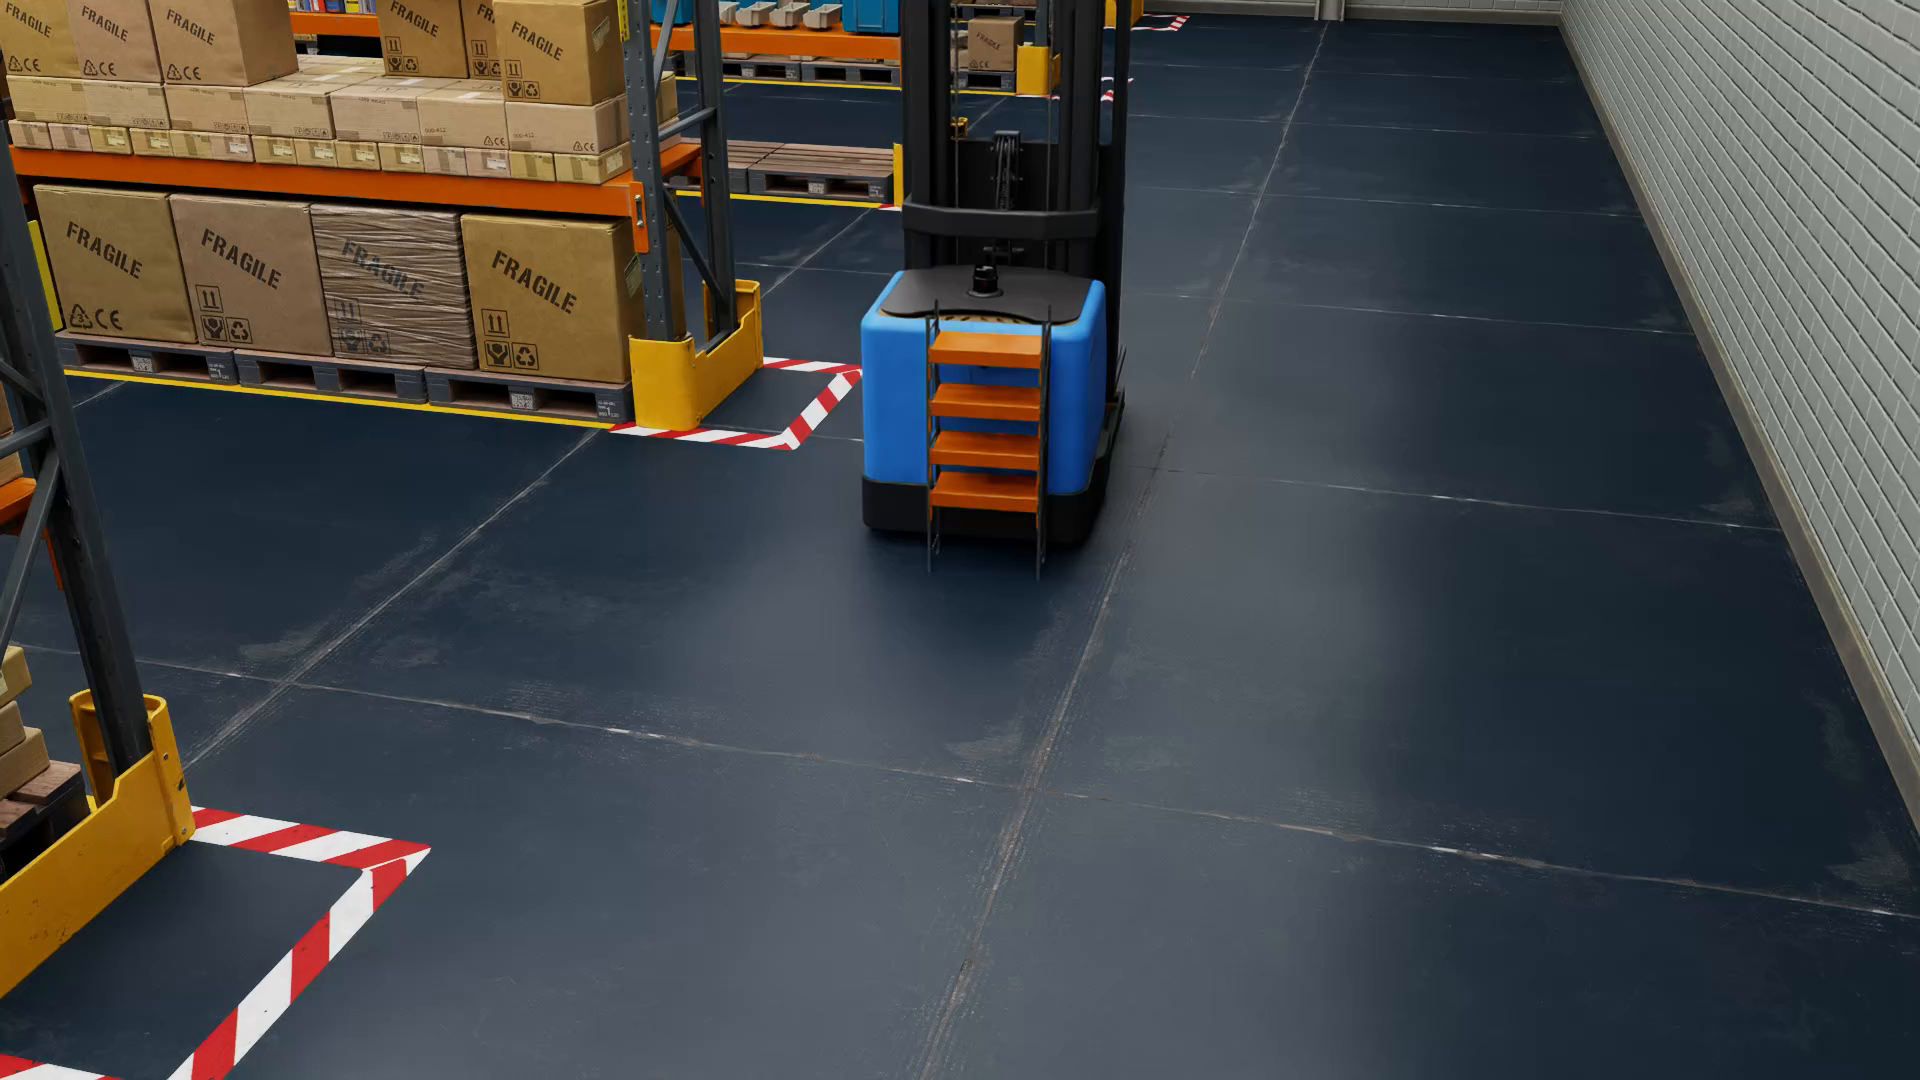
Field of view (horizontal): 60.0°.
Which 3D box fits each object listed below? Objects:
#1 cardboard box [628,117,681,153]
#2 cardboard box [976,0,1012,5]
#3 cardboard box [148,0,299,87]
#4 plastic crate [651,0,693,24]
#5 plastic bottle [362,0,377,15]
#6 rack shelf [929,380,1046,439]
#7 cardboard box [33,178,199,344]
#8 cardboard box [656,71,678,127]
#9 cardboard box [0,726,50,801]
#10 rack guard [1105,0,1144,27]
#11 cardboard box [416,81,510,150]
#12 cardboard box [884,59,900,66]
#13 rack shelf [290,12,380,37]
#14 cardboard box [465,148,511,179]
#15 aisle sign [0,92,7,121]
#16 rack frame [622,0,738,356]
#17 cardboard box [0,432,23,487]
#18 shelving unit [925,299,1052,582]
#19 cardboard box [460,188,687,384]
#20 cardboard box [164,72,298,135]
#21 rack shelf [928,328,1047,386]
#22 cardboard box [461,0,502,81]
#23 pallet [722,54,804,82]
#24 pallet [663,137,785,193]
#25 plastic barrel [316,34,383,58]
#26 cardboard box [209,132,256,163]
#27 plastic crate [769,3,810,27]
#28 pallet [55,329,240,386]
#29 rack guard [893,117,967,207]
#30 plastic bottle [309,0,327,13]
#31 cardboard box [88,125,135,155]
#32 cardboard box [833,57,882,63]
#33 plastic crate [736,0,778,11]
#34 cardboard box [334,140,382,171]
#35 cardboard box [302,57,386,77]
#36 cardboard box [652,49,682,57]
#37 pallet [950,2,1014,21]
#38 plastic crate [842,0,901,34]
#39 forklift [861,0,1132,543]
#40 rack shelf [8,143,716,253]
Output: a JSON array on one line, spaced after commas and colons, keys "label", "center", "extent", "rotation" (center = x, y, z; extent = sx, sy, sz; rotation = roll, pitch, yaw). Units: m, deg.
[{"label": "cardboard box", "center": [-1.756, -2.261, 9.301], "extent": [0.250, 0.149, 0.380], "rotation": [7, 26, 14]}, {"label": "cardboard box", "center": [0.531, -7.586, 22.615], "extent": [0.500, 0.500, 0.700], "rotation": [5, 26, 11]}, {"label": "cardboard box", "center": [-3.989, -2.765, 9.023], "extent": [0.500, 0.500, 0.500], "rotation": [5, 26, 11]}, {"label": "plastic crate", "center": [-2.314, -4.325, 13.470], "extent": [0.300, 0.233, 0.416], "rotation": [6, 26, 13]}, {"label": "plastic bottle", "center": [-4.951, -4.580, 14.024], "extent": [0.135, 0.276, 0.152], "rotation": [6, 26, 13]}, {"label": "rack shelf", "center": [0.123, -0.567, 7.181], "extent": [0.480, 0.148, 0.258], "rotation": [4, 26, 8]}, {"label": "cardboard box", "center": [-4.750, -1.753, 9.926], "extent": [0.875, 0.875, 0.875], "rotation": [6, 26, 13]}, {"label": "cardboard box", "center": [-1.892, -2.429, 9.191], "extent": [0.500, 0.250, 0.500], "rotation": [6, 26, 12]}, {"label": "cardboard box", "center": [-3.256, 0.764, 5.484], "extent": [0.250, 0.149, 0.380], "rotation": [7, 26, 14]}, {"label": "rack guard", "center": [2.229, -7.254, 22.405], "extent": [0.348, 0.500, 1.175], "rotation": [6, 26, 13]}, {"label": "cardboard box", "center": [-2.521, -2.261, 8.838], "extent": [0.500, 0.250, 0.500], "rotation": [6, 26, 12]}, {"label": "cardboard box", "center": [-0.525, -5.349, 18.183], "extent": [0.500, 0.250, 0.500], "rotation": [6, 26, 13]}, {"label": "rack shelf", "center": [-6.072, -4.578, 14.713], "extent": [4.000, 0.370, 1.077], "rotation": [6, 26, 13]}, {"label": "cardboard box", "center": [-2.418, -2.041, 8.839], "extent": [0.250, 0.149, 0.380], "rotation": [6, 26, 13]}, {"label": "aisle sign", "center": [-2.683, -1.435, 4.251], "extent": [0.004, 0.787, 0.394], "rotation": [6, 26, 13]}, {"label": "rack frame", "center": [-1.495, -2.199, 8.878], "extent": [0.127, 3.000, 1.000], "rotation": [6, 26, 13]}, {"label": "cardboard box", "center": [-3.060, -0.202, 4.977], "extent": [0.250, 0.149, 0.380], "rotation": [6, 26, 13]}, {"label": "shelving unit", "center": [0.123, -0.425, 7.248], "extent": [0.503, 1.200, 0.258], "rotation": [4, 26, 8]}, {"label": "cardboard box", "center": [-2.135, -1.464, 9.319], "extent": [0.875, 0.875, 0.875], "rotation": [6, 26, 13]}, {"label": "cardboard box", "center": [-3.995, -2.426, 9.184], "extent": [0.500, 0.250, 0.500], "rotation": [7, 26, 14]}, {"label": "rack shelf", "center": [0.123, -0.780, 7.079], "extent": [0.480, 0.148, 0.258], "rotation": [4, 26, 8]}, {"label": "cardboard box", "center": [-2.377, -2.821, 9.142], "extent": [0.500, 0.500, 0.500], "rotation": [6, 26, 12]}, {"label": "pallet", "center": [-2.233, -5.417, 18.884], "extent": [1.213, 0.211, 1.003], "rotation": [6, 26, 13]}, {"label": "pallet", "center": [-2.228, -3.237, 14.305], "extent": [1.213, 0.211, 1.003], "rotation": [6, 26, 13]}, {"label": "plastic barrel", "center": [-5.344, -4.072, 14.766], "extent": [0.708, 0.901, 0.600], "rotation": [6, 26, 13]}, {"label": "cardboard box", "center": [-3.910, -2.205, 9.184], "extent": [0.250, 0.149, 0.380], "rotation": [7, 26, 14]}, {"label": "plastic crate", "center": [-1.373, -4.218, 13.356], "extent": [0.243, 0.136, 0.396], "rotation": [6, 26, 13]}, {"label": "pallet", "center": [-4.652, -1.254, 10.138], "extent": [1.213, 0.211, 1.003], "rotation": [6, 26, 13]}, {"label": "rack guard", "center": [-0.235, -3.135, 13.753], "extent": [0.348, 0.500, 1.175], "rotation": [6, 26, 13]}, {"label": "plastic bottle", "center": [-5.440, -4.634, 14.137], "extent": [0.135, 0.276, 0.152], "rotation": [6, 26, 13]}, {"label": "cardboard box", "center": [-4.655, -2.287, 9.357], "extent": [0.250, 0.149, 0.380], "rotation": [7, 26, 15]}, {"label": "cardboard box", "center": [-1.077, -5.623, 18.464], "extent": [0.637, 0.503, 0.797], "rotation": [6, 26, 13]}, {"label": "plastic crate", "center": [-1.694, -4.517, 13.872], "extent": [0.300, 0.233, 0.416], "rotation": [6, 26, 13]}, {"label": "cardboard box", "center": [-3.163, -2.122, 9.011], "extent": [0.250, 0.149, 0.380], "rotation": [6, 26, 13]}, {"label": "cardboard box", "center": [-3.390, -2.591, 9.531], "extent": [0.500, 0.250, 0.500], "rotation": [6, 26, 12]}, {"label": "cardboard box", "center": [-3.447, -5.754, 18.743], "extent": [0.500, 0.500, 0.500], "rotation": [6, 26, 13]}, {"label": "pallet", "center": [0.234, -7.310, 22.860], "extent": [1.213, 0.211, 1.003], "rotation": [6, 26, 13]}, {"label": "plastic crate", "center": [-0.632, -4.262, 13.101], "extent": [0.499, 0.435, 0.616], "rotation": [6, 26, 13]}, {"label": "forklift", "center": [0.303, -1.917, 8.368], "extent": [1.130, 2.935, 3.031], "rotation": [4, 26, 9]}, {"label": "rack shelf", "center": [-3.432, -2.088, 9.483], "extent": [4.000, 0.370, 1.077], "rotation": [6, 26, 13]}]
